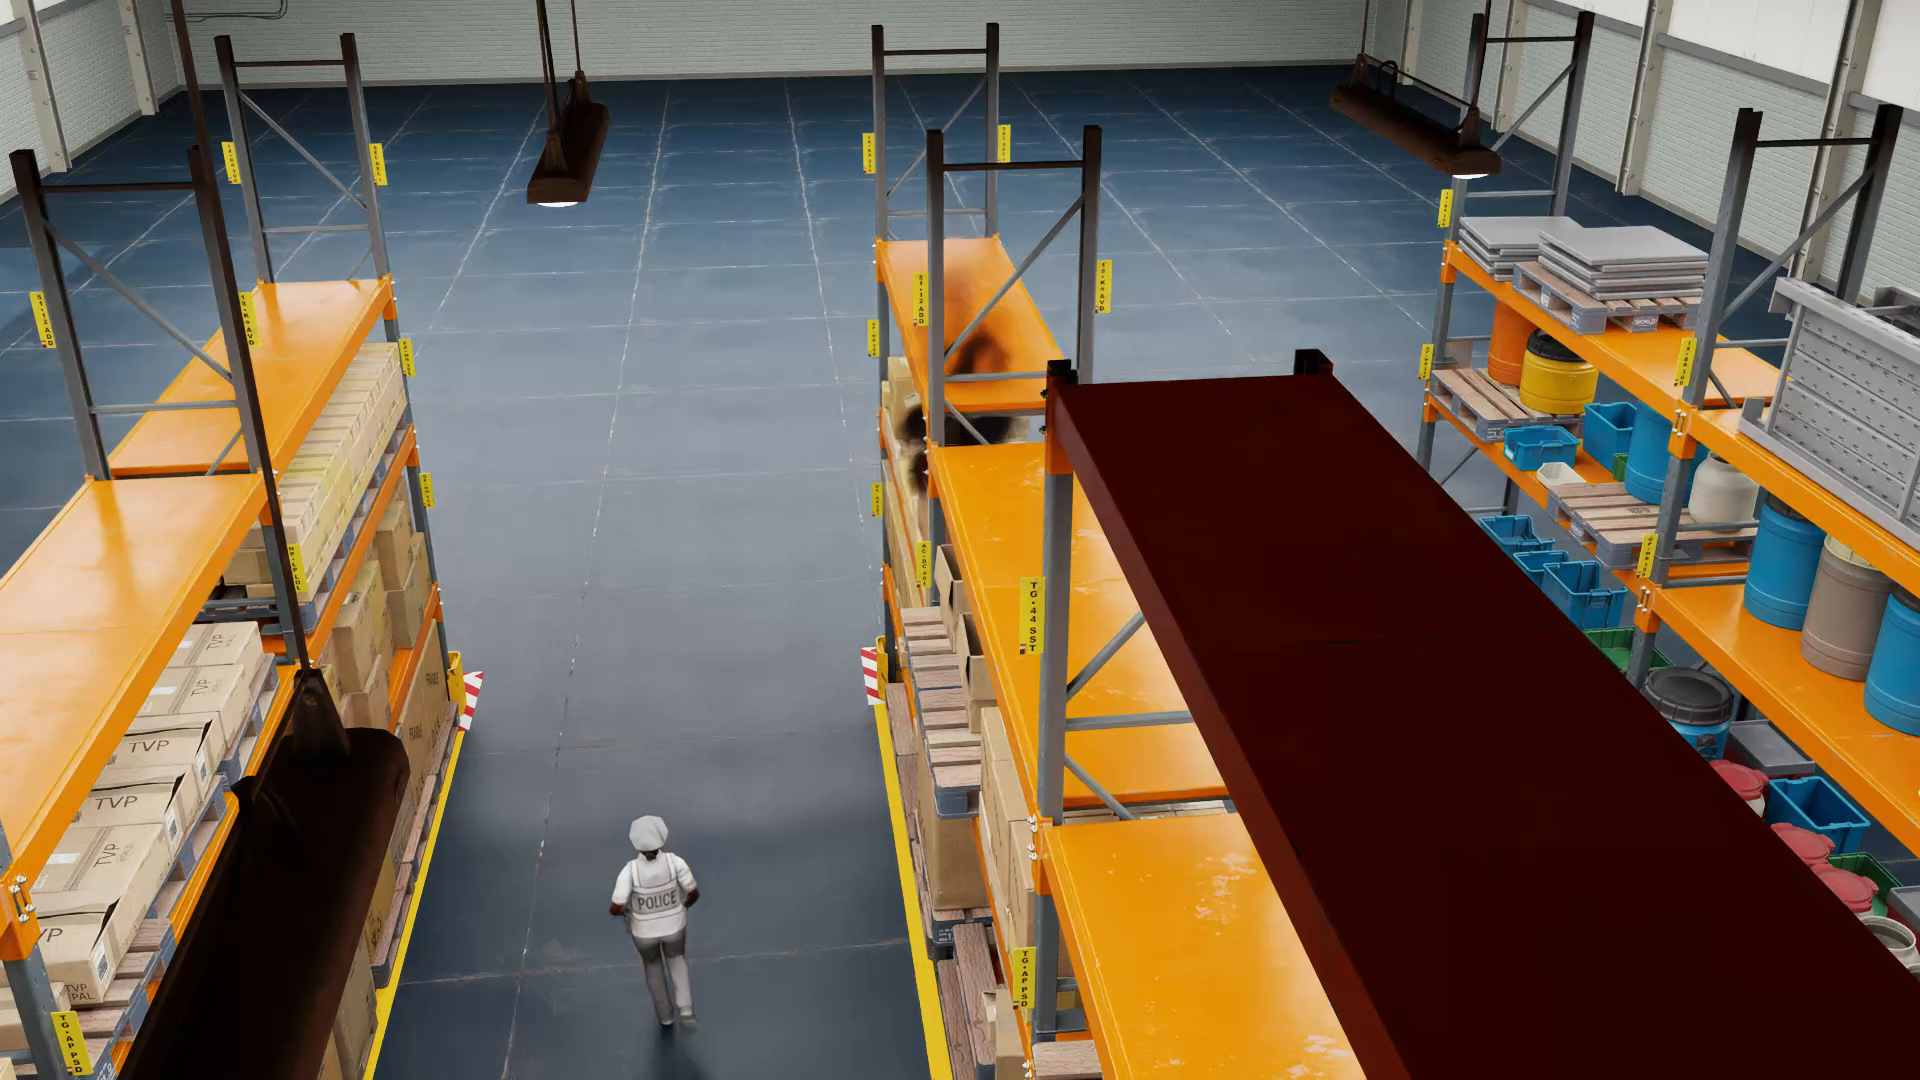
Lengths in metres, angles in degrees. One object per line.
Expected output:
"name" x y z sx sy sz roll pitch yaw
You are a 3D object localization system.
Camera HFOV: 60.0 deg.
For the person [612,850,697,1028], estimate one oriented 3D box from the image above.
"person" -2.015 2.723 11.167 0.557 1.436 0.563 -9 27 -18
